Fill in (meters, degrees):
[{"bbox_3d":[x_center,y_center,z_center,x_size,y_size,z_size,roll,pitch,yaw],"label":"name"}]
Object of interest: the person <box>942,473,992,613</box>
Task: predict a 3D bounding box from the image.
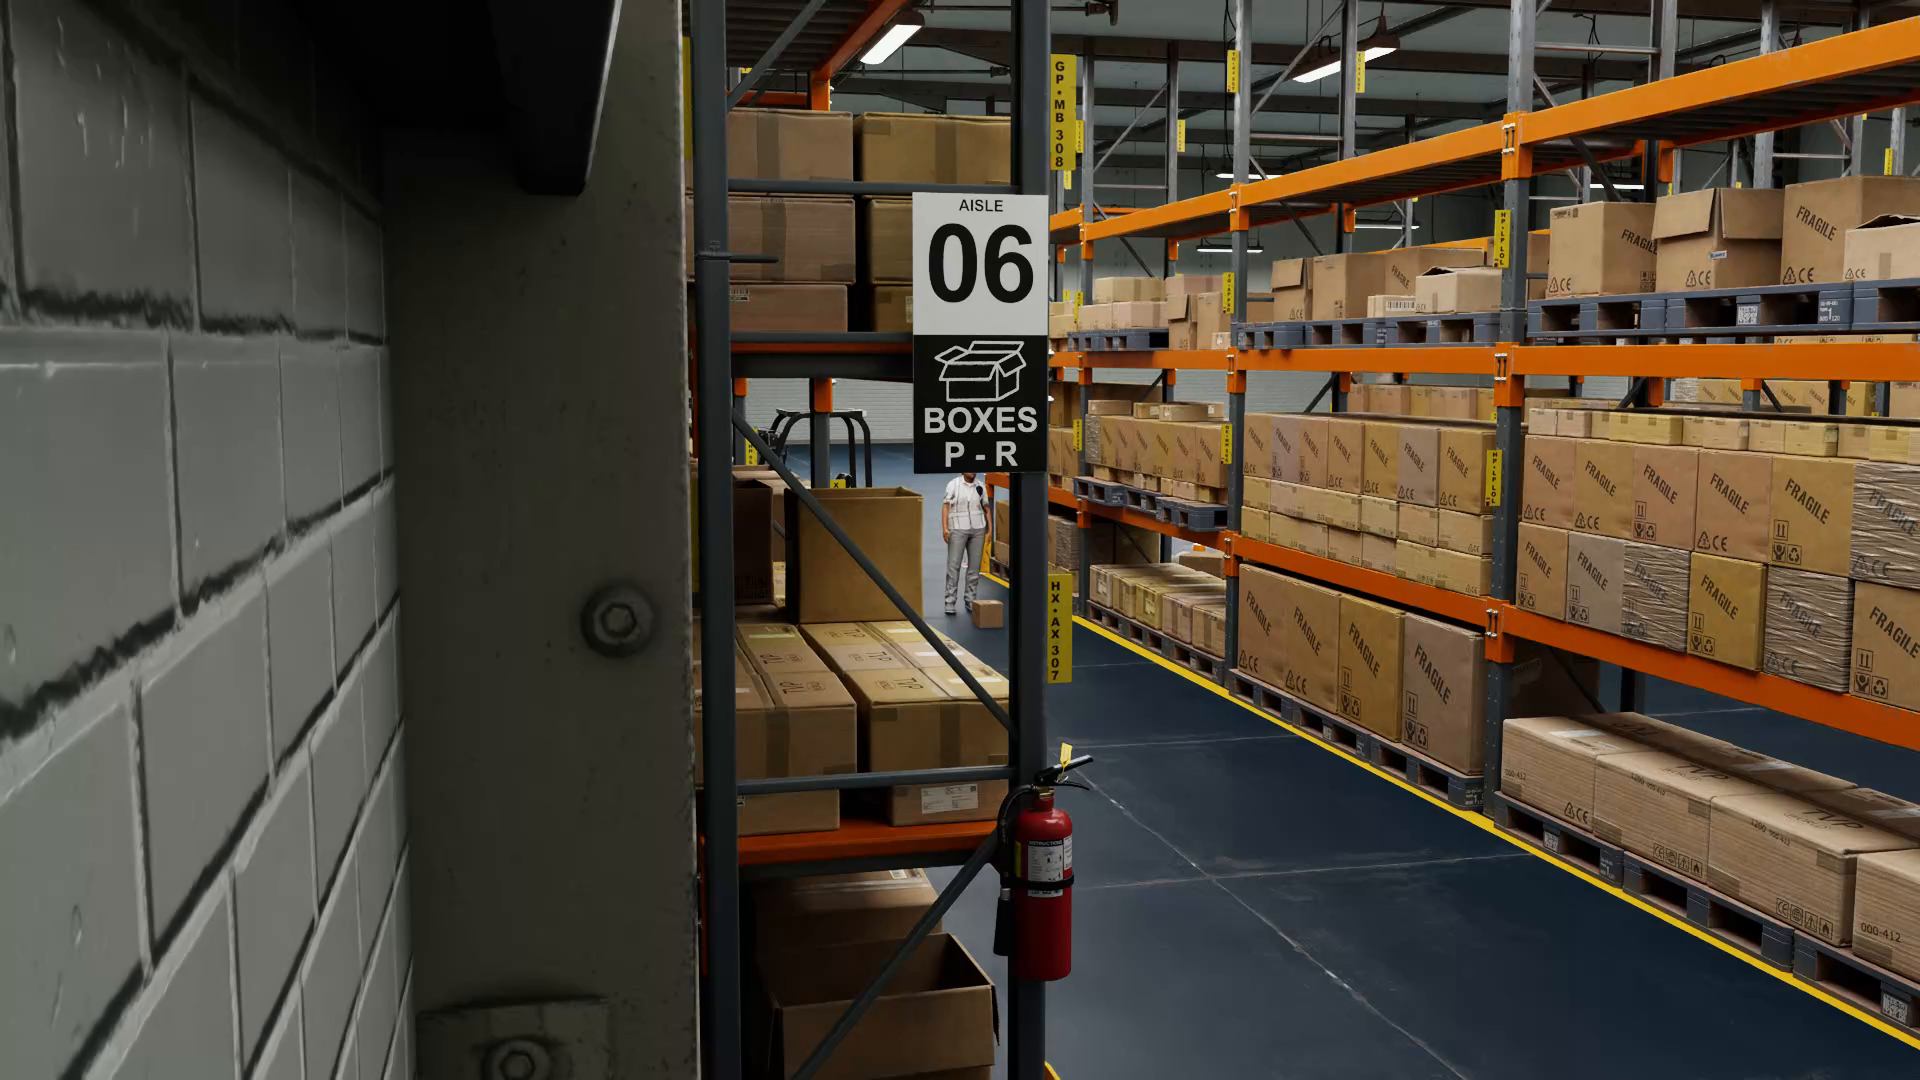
[{"bbox_3d":[0.078,-0.069,18.056,0.597,1.670,0.529,-2,6,-15],"label":"person"}]
